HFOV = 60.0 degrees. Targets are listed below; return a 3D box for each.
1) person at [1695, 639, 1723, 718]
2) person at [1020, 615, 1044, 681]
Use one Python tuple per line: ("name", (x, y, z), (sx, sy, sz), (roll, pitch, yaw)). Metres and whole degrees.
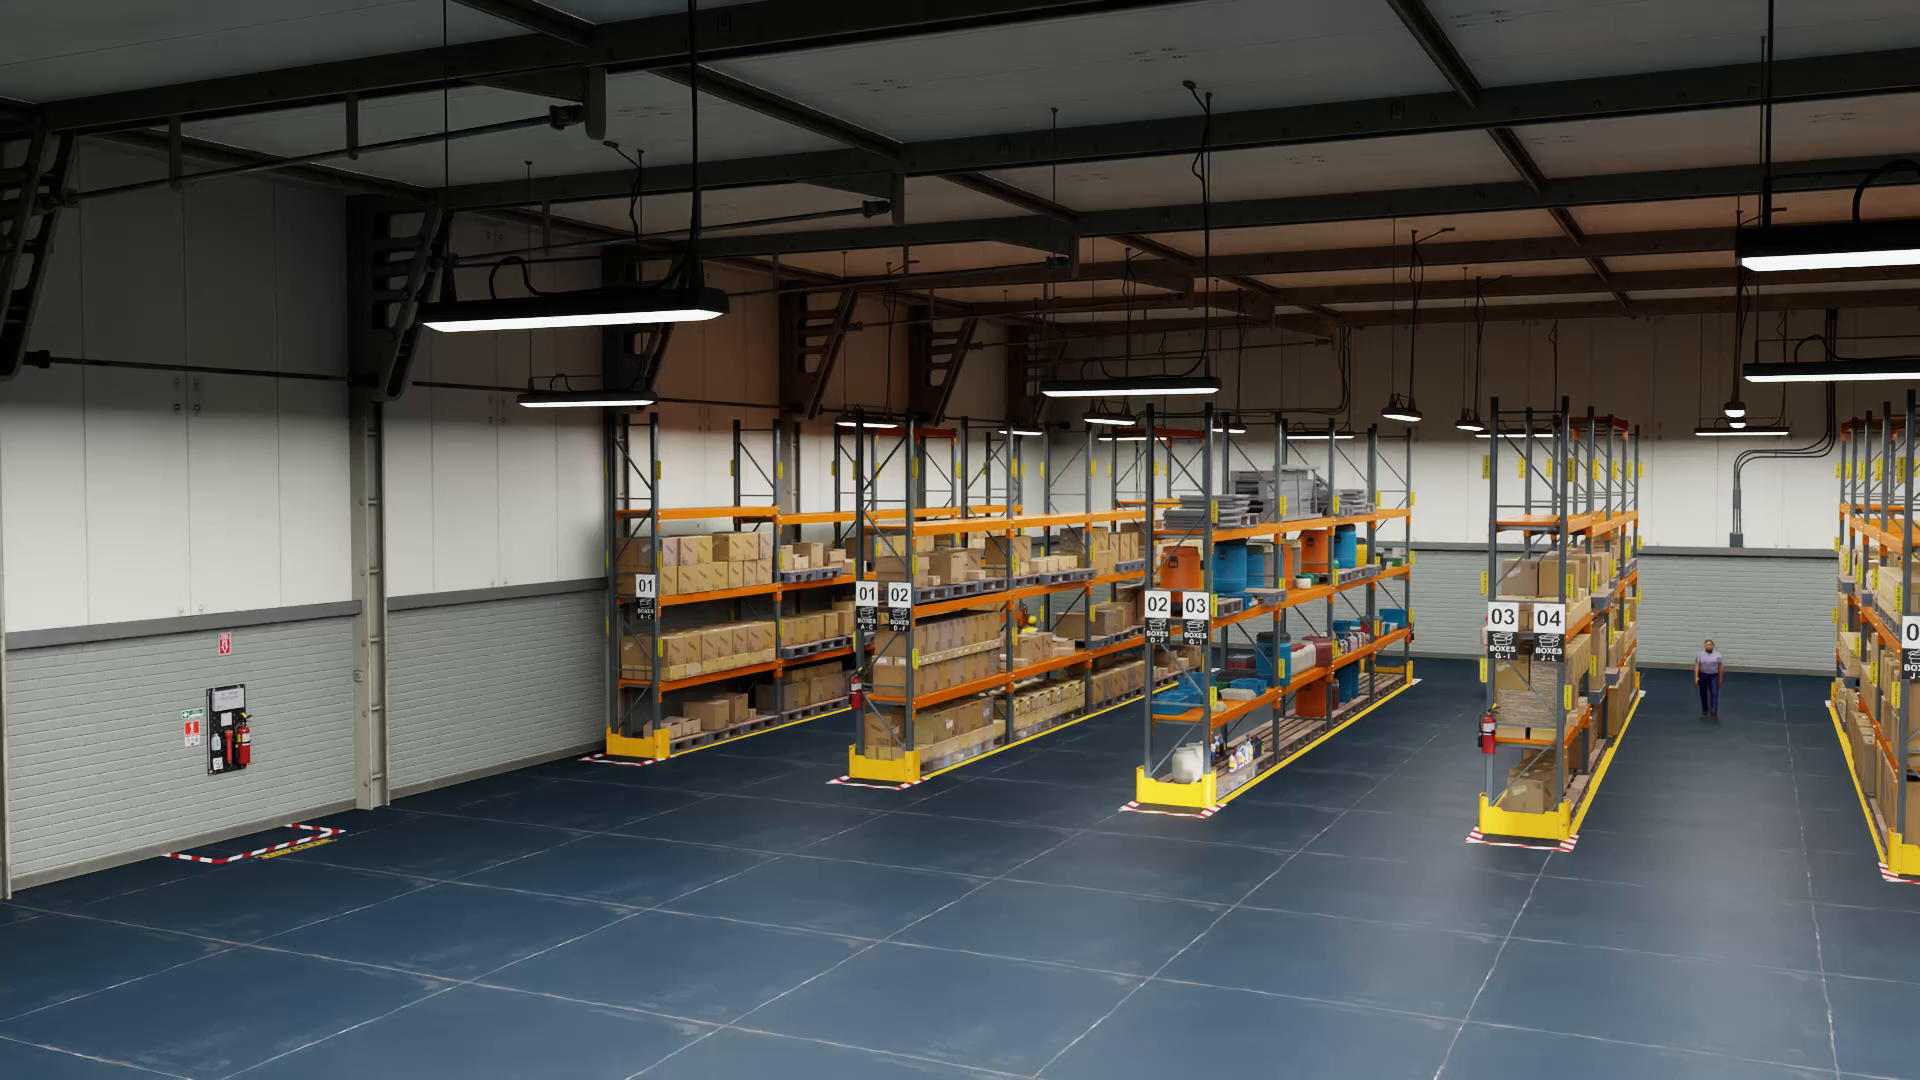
("person", (15.016, 2.784, 33.379), (0.503, 1.590, 1.051), (1, 3, 32))
("person", (1.587, 2.560, 37.001), (0.606, 1.758, 0.490), (2, 3, 35))
